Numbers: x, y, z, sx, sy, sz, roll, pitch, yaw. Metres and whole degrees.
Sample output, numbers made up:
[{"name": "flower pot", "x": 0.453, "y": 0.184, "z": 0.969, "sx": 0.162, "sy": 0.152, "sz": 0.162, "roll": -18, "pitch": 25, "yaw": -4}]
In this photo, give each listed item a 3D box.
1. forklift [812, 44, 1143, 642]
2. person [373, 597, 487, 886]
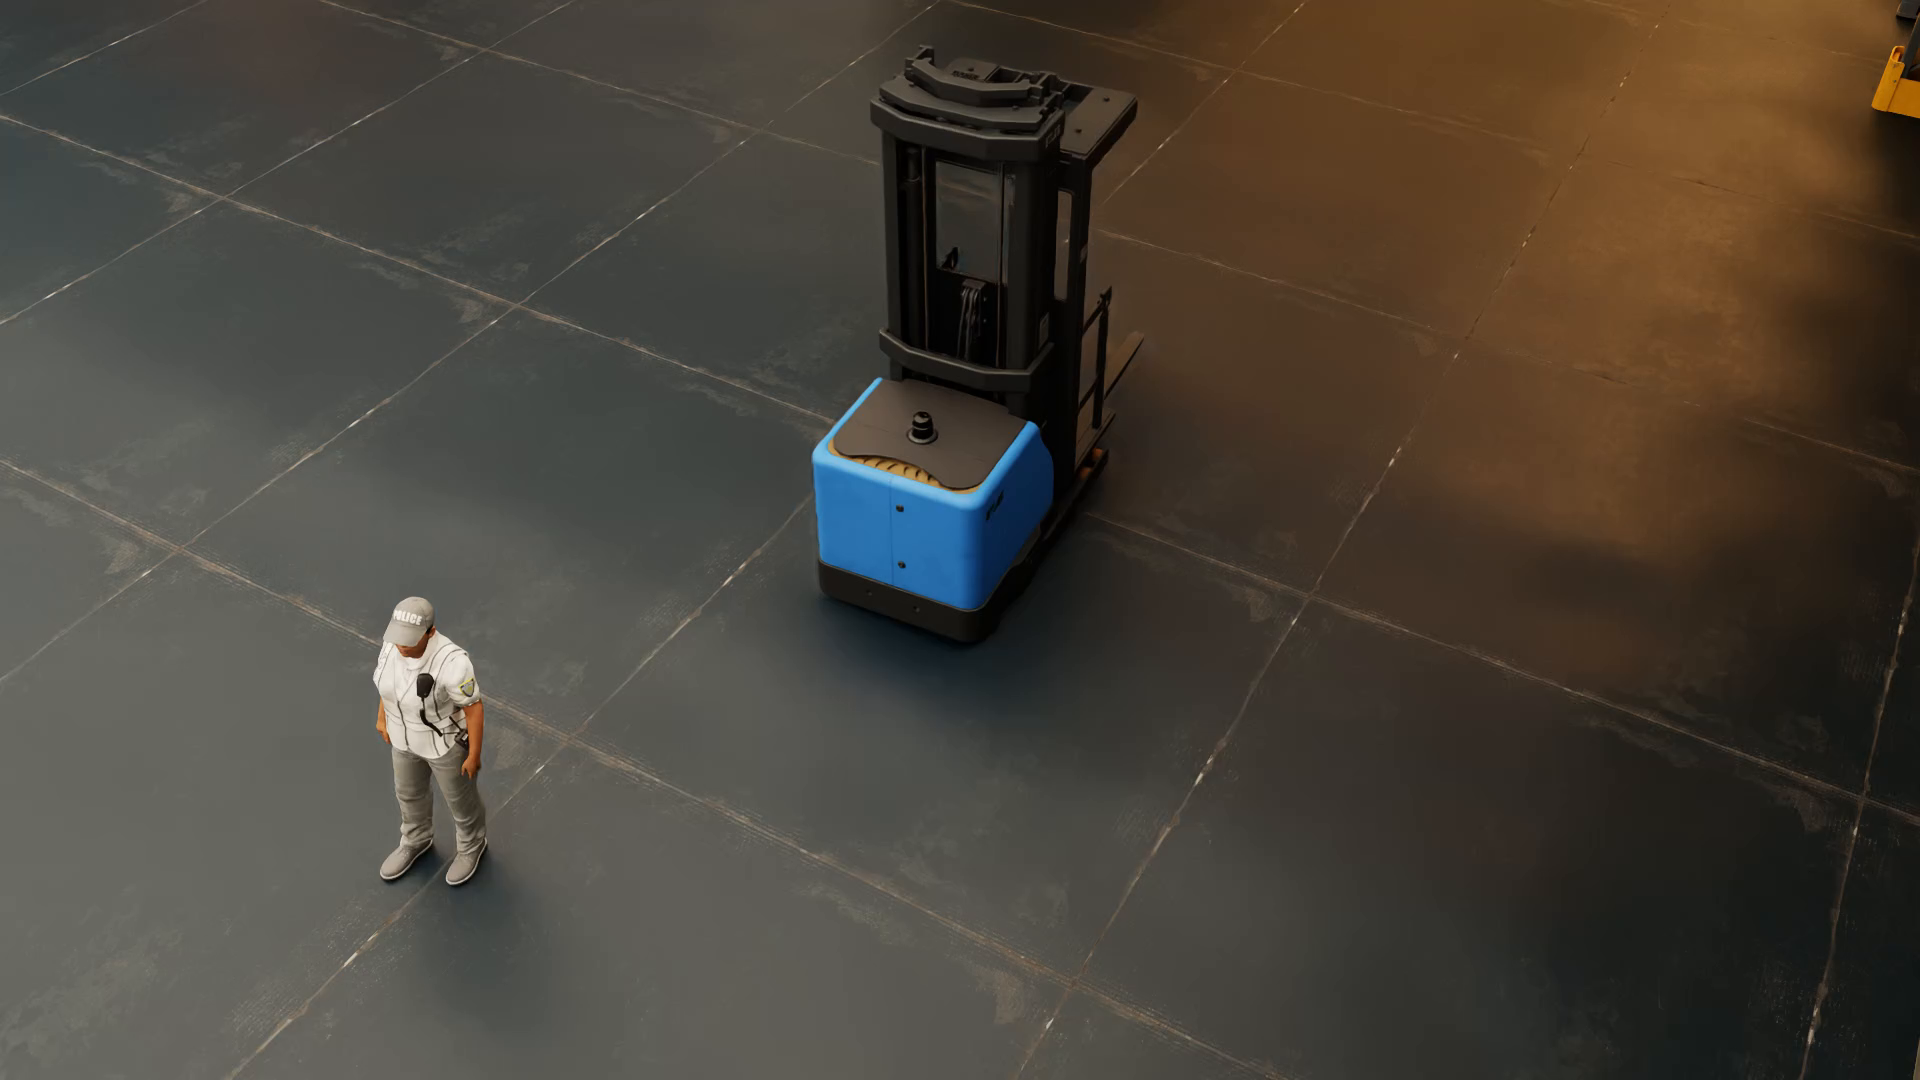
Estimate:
[{"name": "forklift", "x": 0.281, "y": -1.507, "z": 9.493, "sx": 1.130, "sy": 2.935, "sz": 3.031, "roll": 18, "pitch": 45, "yaw": 19}, {"name": "person", "x": -2.484, "y": 0.951, "z": 7.679, "sx": 0.598, "sy": 1.670, "sz": 0.529, "roll": 17, "pitch": 45, "yaw": 18}]
